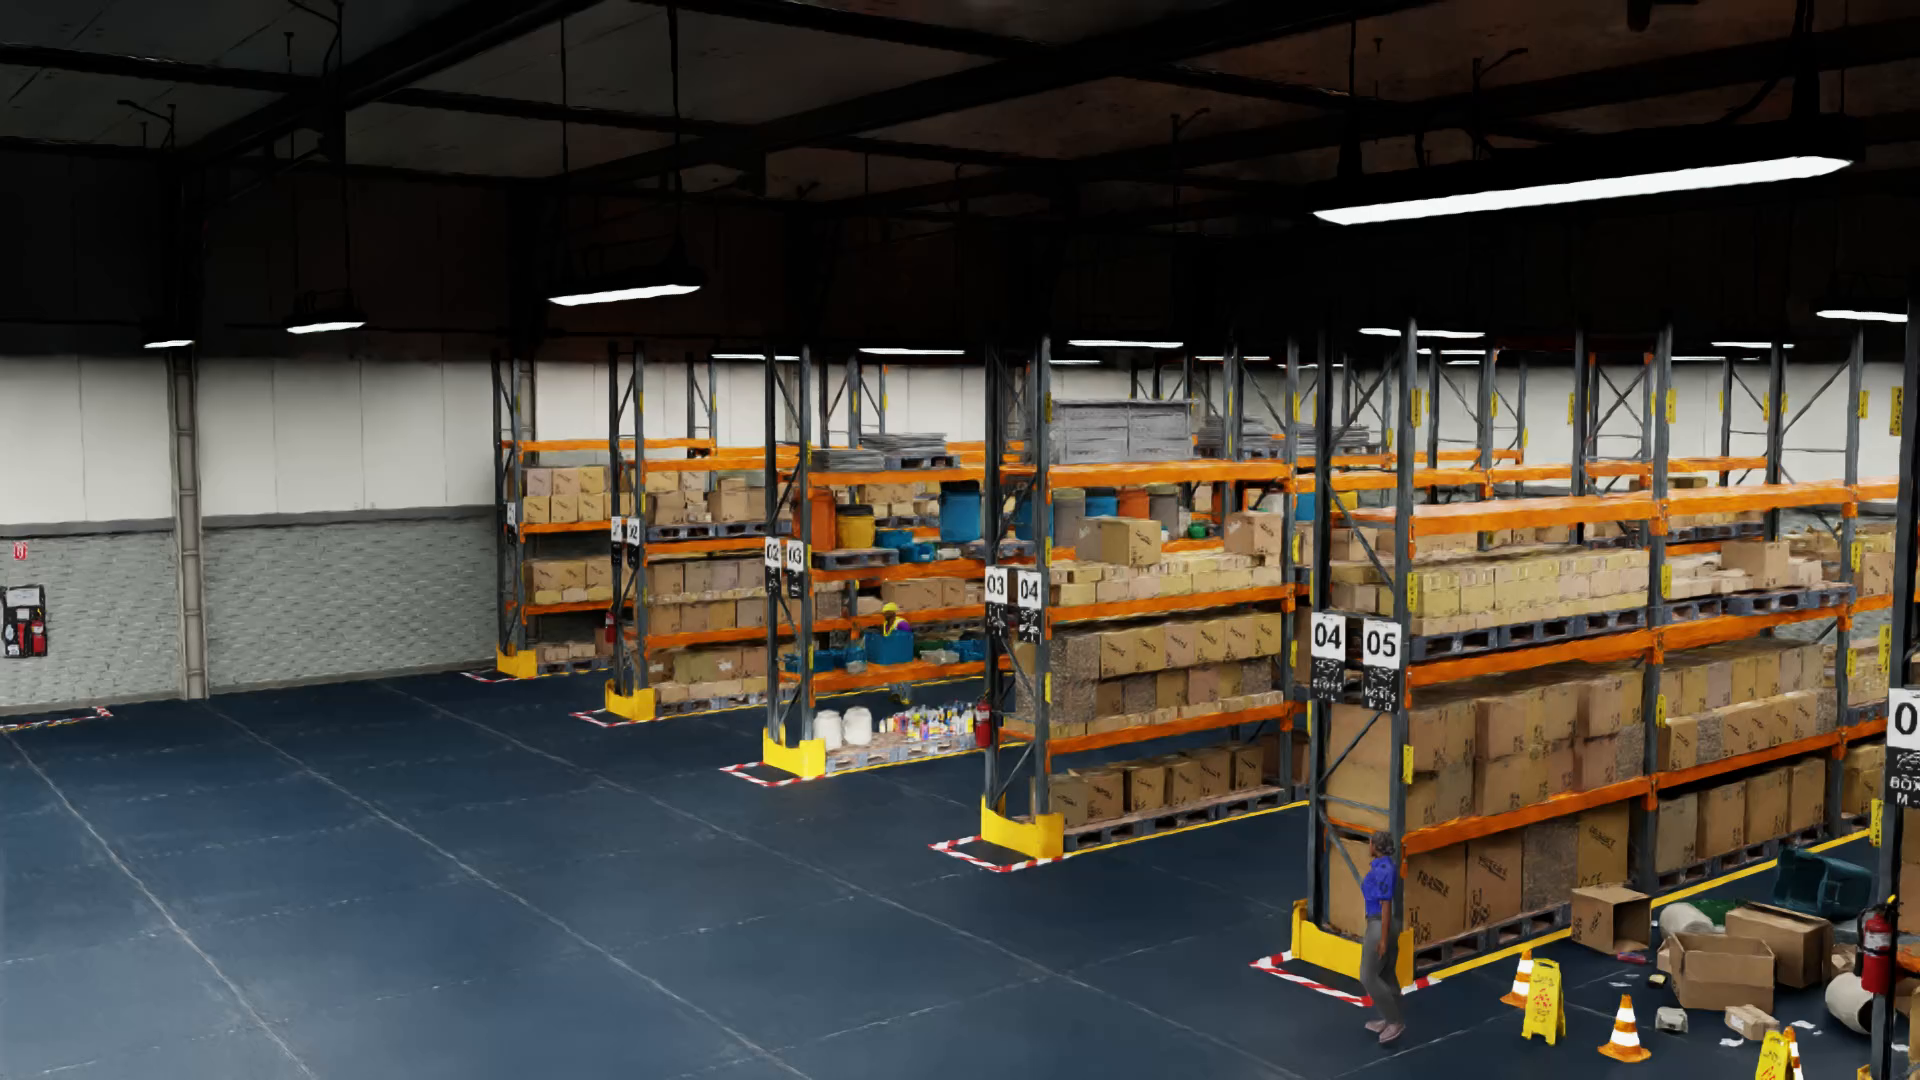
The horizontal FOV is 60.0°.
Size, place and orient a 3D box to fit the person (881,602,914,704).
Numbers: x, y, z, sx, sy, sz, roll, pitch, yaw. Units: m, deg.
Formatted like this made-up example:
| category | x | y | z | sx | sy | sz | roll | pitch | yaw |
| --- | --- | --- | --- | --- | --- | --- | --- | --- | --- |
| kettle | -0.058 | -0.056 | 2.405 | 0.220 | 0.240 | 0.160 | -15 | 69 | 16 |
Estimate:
| category | x | y | z | sx | sy | sz | roll | pitch | yaw |
| --- | --- | --- | --- | --- | --- | --- | --- | --- | --- |
| person | -1.067 | 1.882 | 27.744 | 0.578 | 1.714 | 0.719 | -4 | 6 | -39 |

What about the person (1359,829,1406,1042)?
| category | x | y | z | sx | sy | sz | roll | pitch | yaw |
| --- | --- | --- | --- | --- | --- | --- | --- | --- | --- |
| person | 3.414 | 3.169 | 13.370 | 0.380 | 1.634 | 0.574 | 2 | 5 | 18 |
